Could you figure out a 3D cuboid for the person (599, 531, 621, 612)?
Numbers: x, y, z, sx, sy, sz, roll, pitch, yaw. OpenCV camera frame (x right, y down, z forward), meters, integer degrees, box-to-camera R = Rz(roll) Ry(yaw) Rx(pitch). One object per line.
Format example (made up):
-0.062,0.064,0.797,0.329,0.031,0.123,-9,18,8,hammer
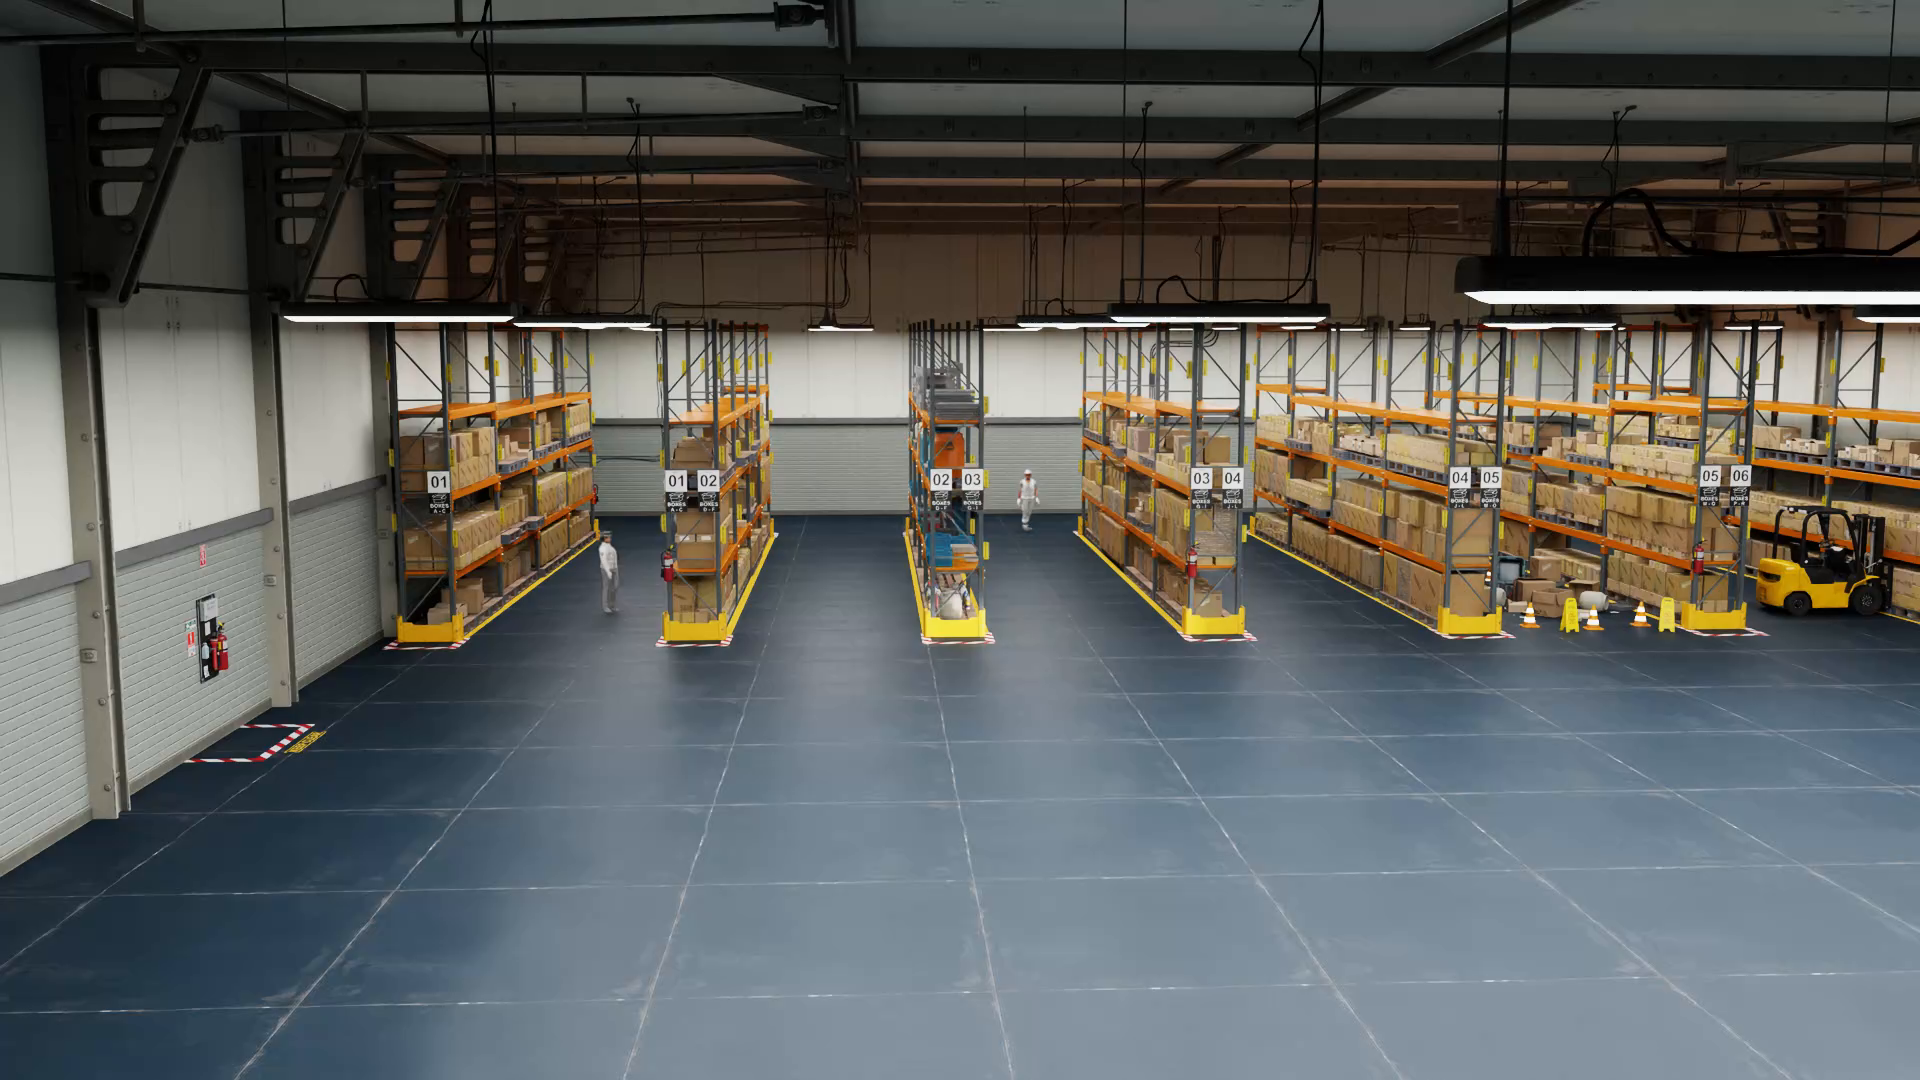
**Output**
-7.235,0.671,34.413,0.468,1.717,0.561,5,8,33,person

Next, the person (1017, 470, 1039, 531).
2.004,-1.164,48.568,0.554,1.792,0.446,-4,8,-31,person
